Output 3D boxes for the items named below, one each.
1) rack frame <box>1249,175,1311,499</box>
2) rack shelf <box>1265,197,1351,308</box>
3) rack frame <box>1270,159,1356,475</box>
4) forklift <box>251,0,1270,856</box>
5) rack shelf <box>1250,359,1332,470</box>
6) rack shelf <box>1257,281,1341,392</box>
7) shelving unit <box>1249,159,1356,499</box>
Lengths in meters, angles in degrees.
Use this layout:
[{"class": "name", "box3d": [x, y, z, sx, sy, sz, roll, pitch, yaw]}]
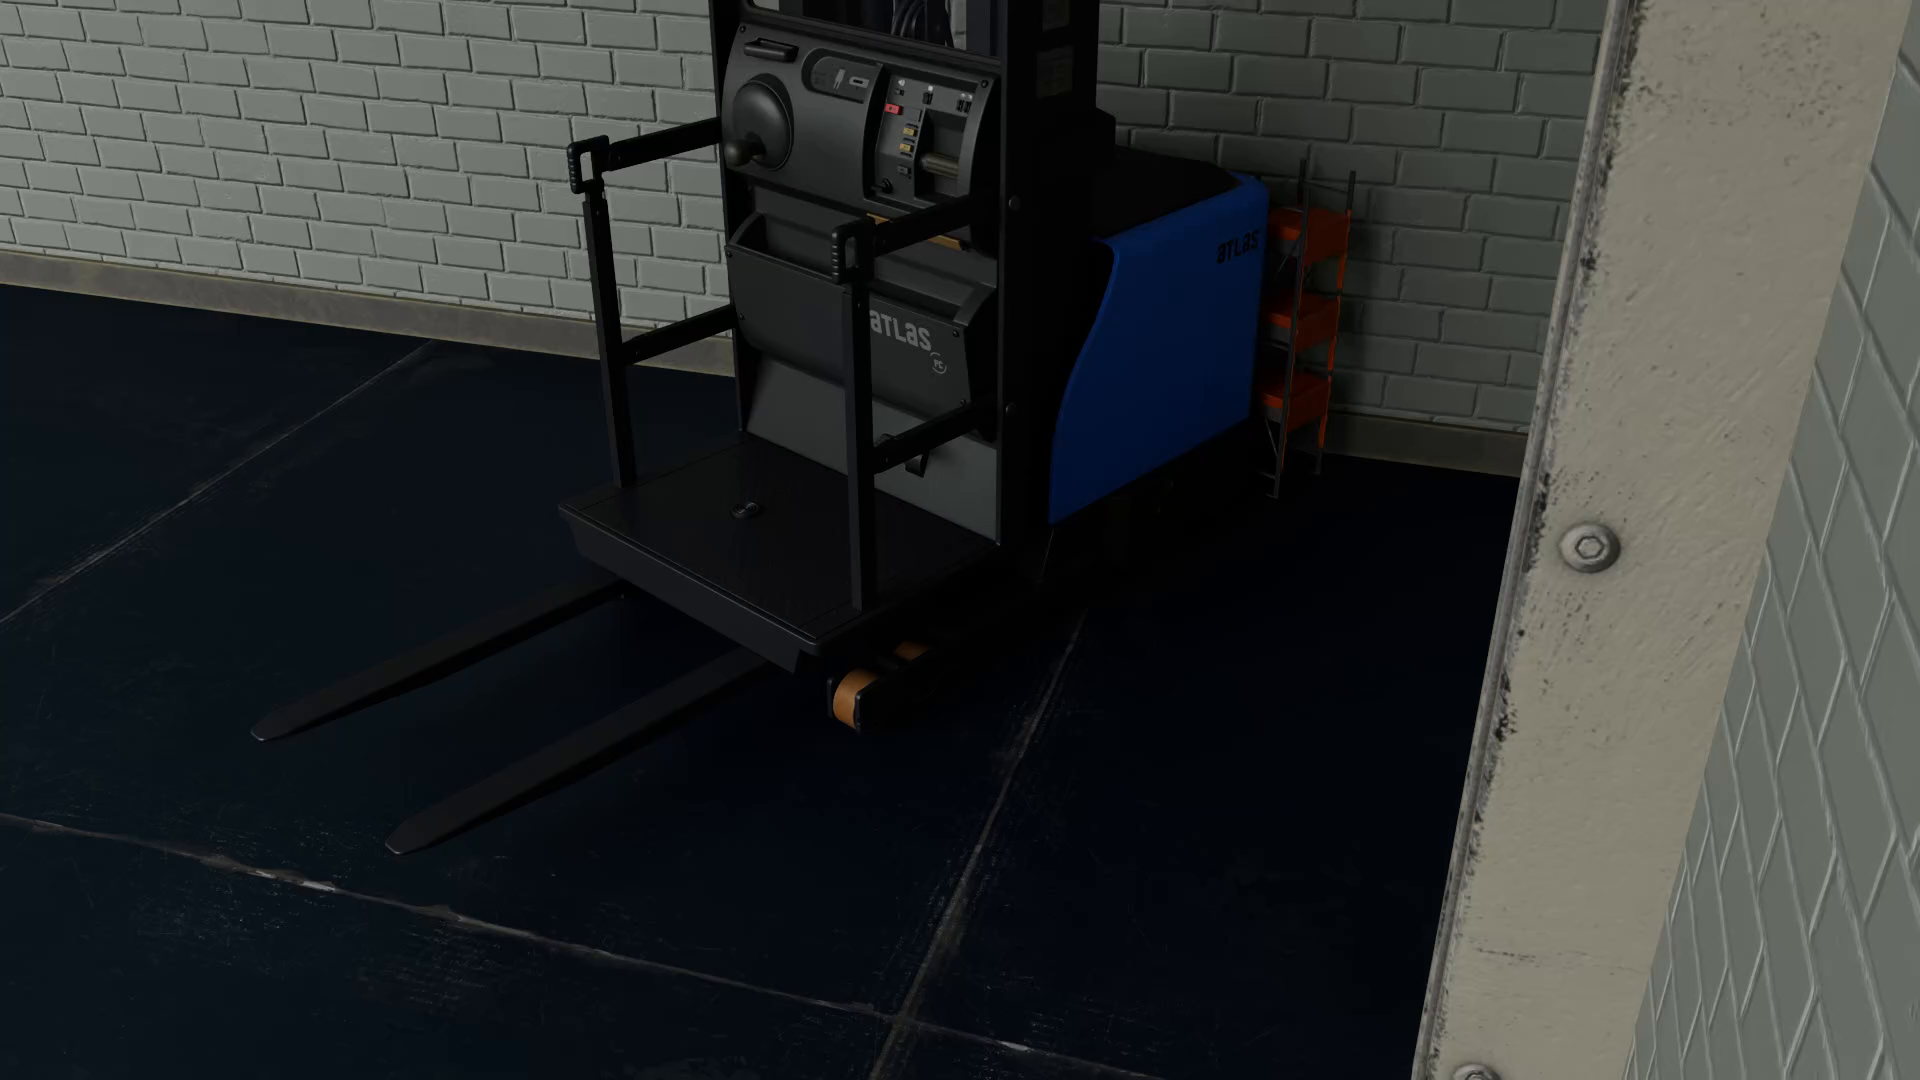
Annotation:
[{"class": "rack frame", "box3d": [0.979, -0.628, 5.299, 0.200, 1.050, 0.008, 26, 38, 38]}, {"class": "rack shelf", "box3d": [1.064, -0.909, 5.242, 0.215, 0.259, 0.240, 26, 38, 38]}, {"class": "rack frame", "box3d": [1.150, -0.712, 5.451, 0.200, 1.050, 0.008, 26, 38, 38]}, {"class": "forklift", "box3d": [-0.423, -1.059, 4.139, 1.130, 2.935, 3.031, 24, 37, 36]}, {"class": "rack shelf", "box3d": [1.064, -0.418, 5.515, 0.215, 0.259, 0.240, 26, 38, 38]}, {"class": "rack shelf", "box3d": [1.064, -0.661, 5.380, 0.215, 0.259, 0.240, 26, 38, 38]}, {"class": "shelving unit", "box3d": [1.064, -0.670, 5.375, 0.215, 1.050, 0.252, 26, 38, 38]}]
